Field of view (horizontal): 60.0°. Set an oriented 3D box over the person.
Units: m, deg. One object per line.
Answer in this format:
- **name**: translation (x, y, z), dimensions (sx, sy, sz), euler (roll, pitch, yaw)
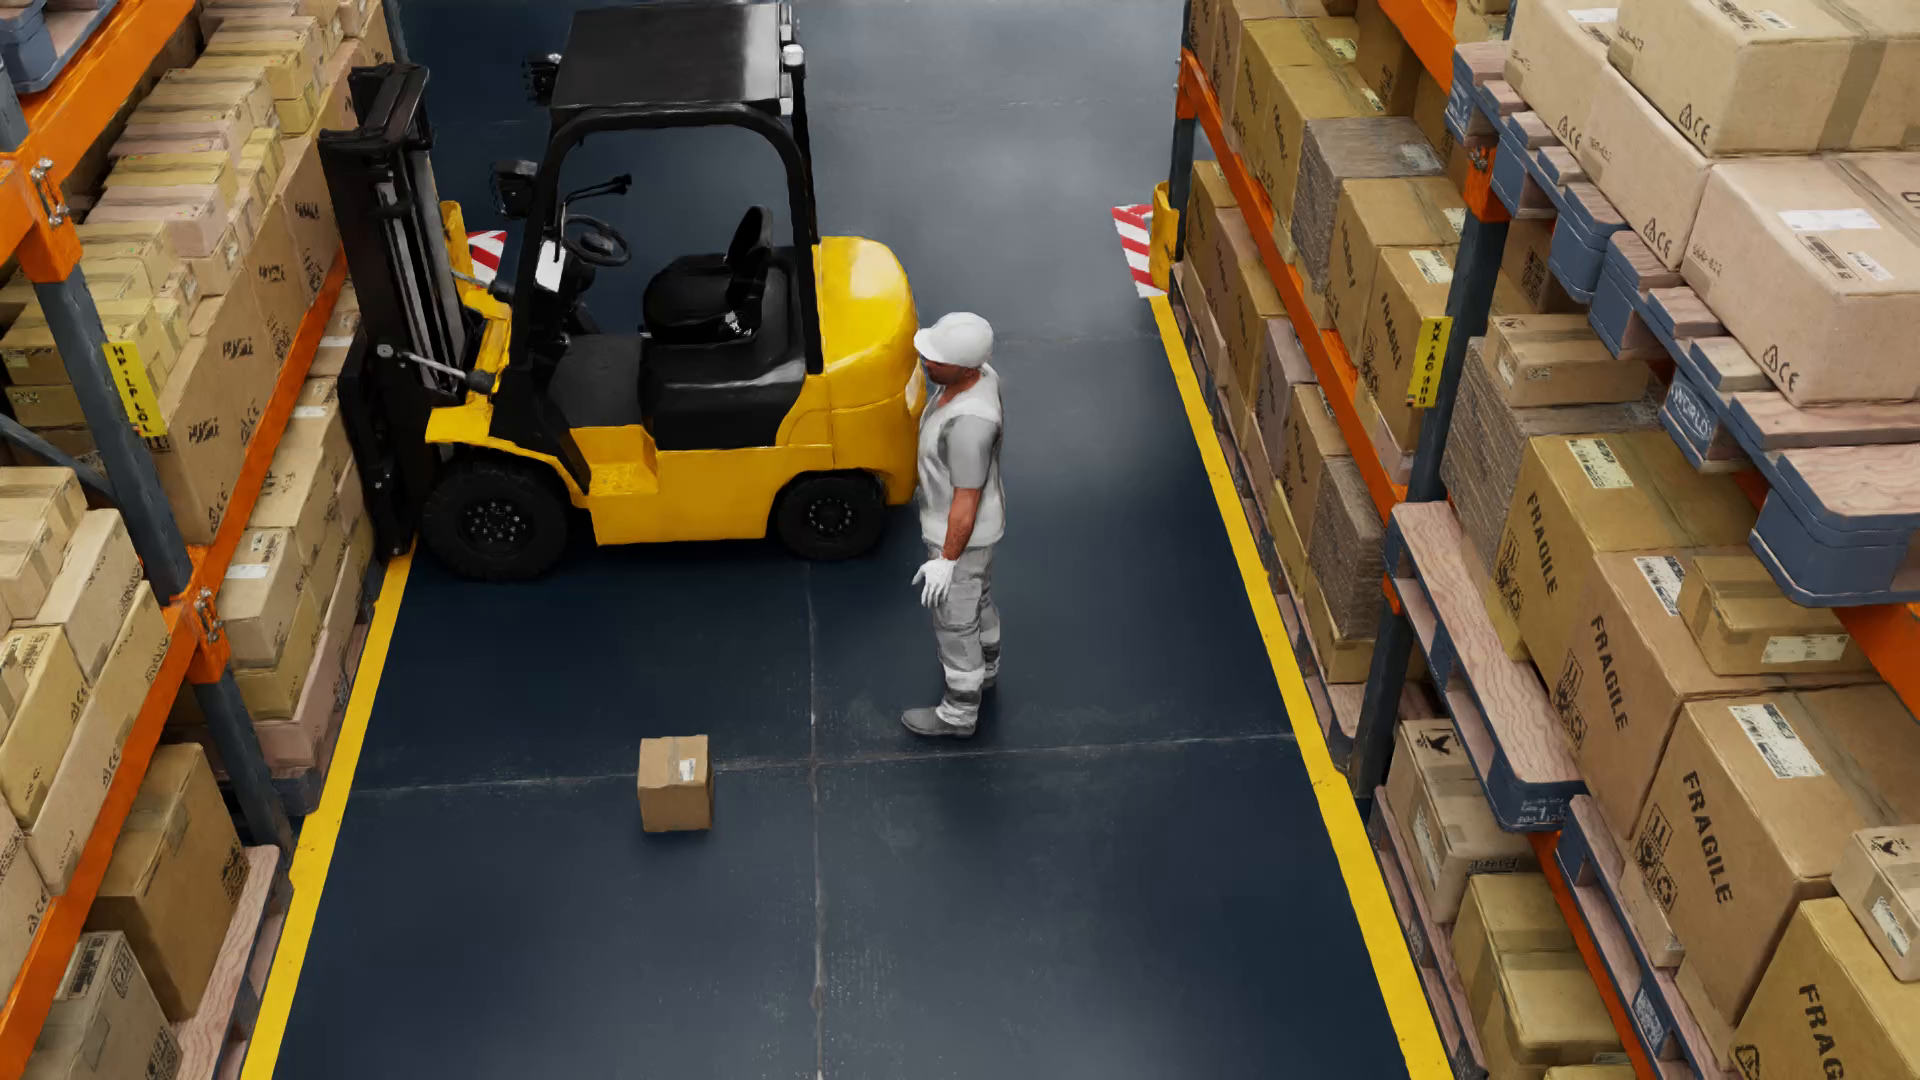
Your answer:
- **person**: translation (-0.030, -0.035, 6.123), dimensions (0.396, 1.798, 0.662), euler (2, 39, 2)
